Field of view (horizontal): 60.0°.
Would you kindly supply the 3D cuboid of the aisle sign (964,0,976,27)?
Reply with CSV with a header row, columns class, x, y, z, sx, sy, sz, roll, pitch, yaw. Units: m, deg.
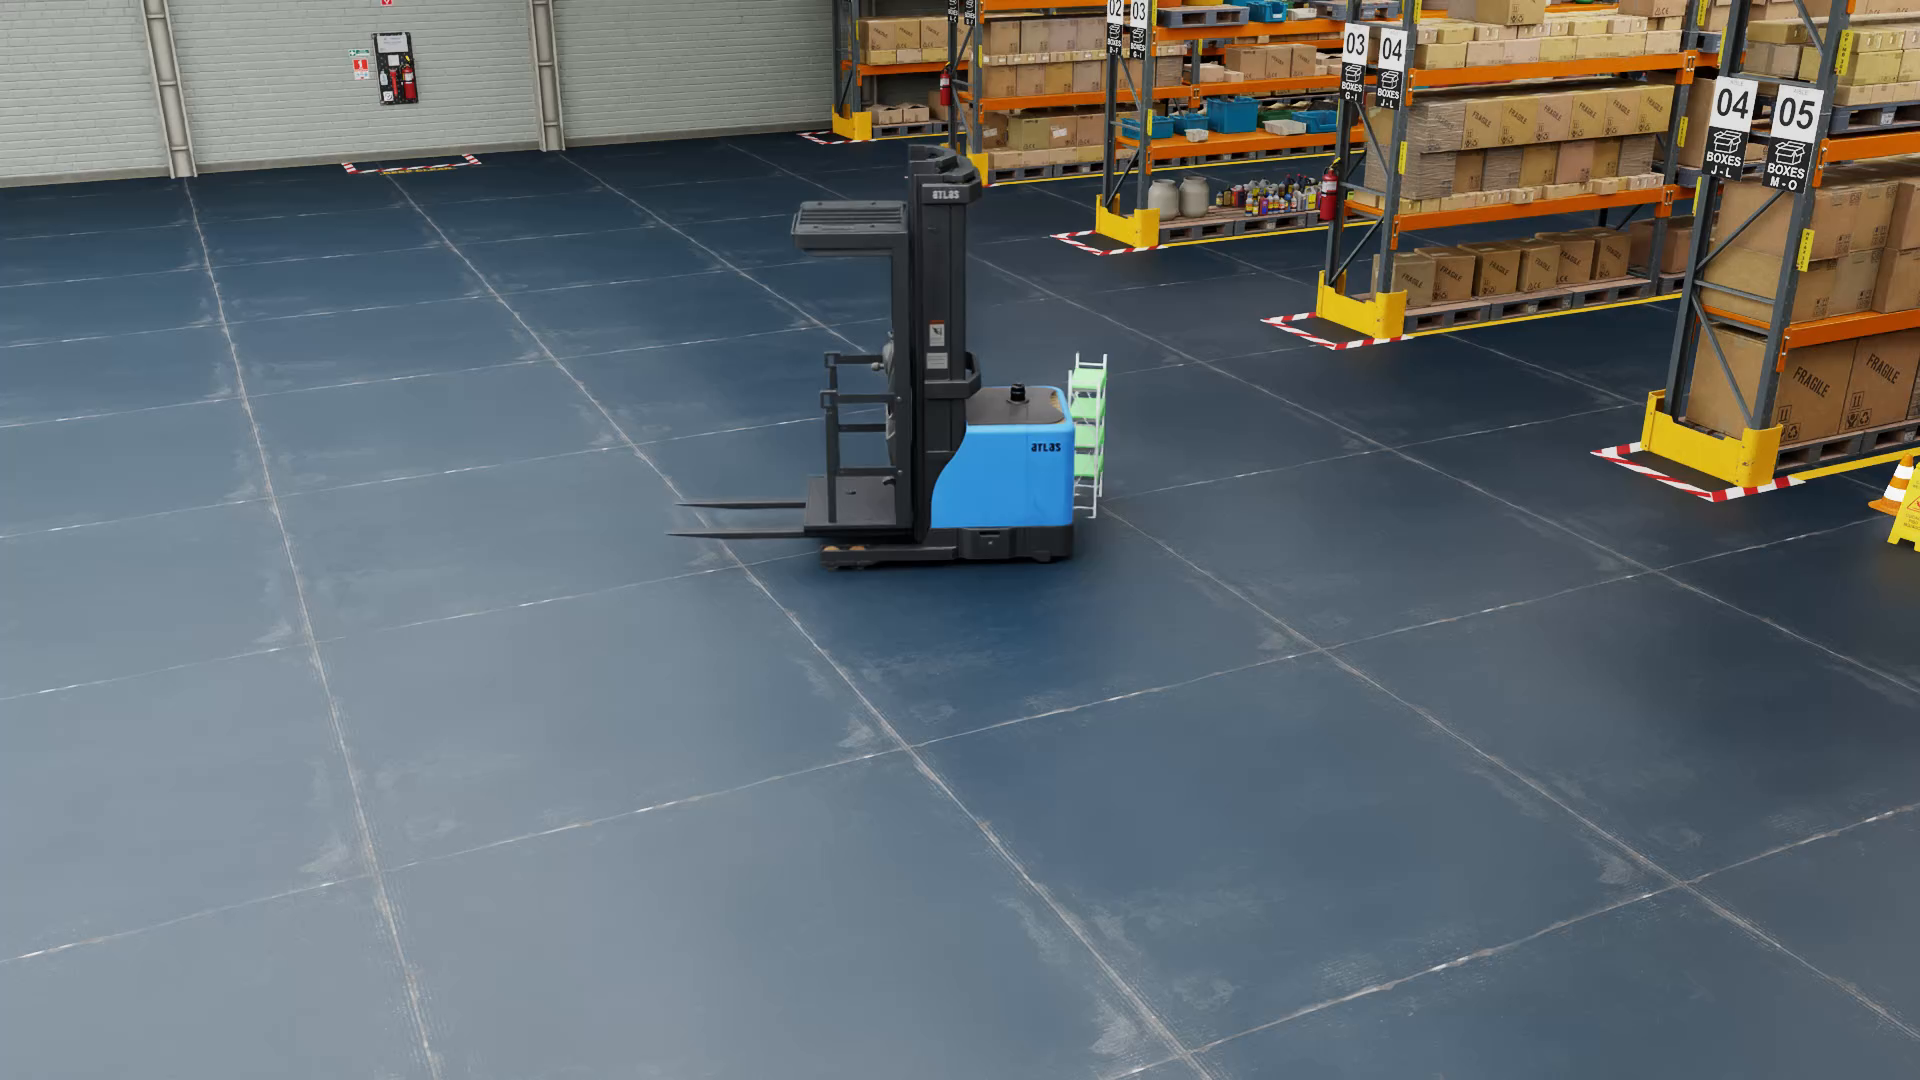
class,x,y,z,sx,sy,sz,roll,pitch,yaw
aisle sign,0.152,-8.267,25.402,0.004,0.787,0.394,-10,25,-24

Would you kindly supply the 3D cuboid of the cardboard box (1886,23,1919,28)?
class,x,y,z,sx,sy,sz,roll,pitch,yaw
cardboard box,7.555,-3.992,13.155,0.250,0.149,0.380,-10,25,-23

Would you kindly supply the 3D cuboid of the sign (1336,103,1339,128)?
class,x,y,z,sx,sy,sz,roll,pitch,yaw
sign,4.148,-4.644,18.119,0.005,0.325,0.100,-10,25,-24

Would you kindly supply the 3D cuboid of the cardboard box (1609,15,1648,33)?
class,x,y,z,sx,sy,sz,roll,pitch,yaw
cardboard box,7.339,-5.695,18.338,0.250,0.149,0.380,-12,25,-26

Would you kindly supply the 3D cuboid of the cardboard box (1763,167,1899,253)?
class,x,y,z,sx,sy,sz,roll,pitch,yaw
cardboard box,7.238,-2.781,13.940,0.550,0.550,0.875,-10,25,-24

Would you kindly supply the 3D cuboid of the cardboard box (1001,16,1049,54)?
class,x,y,z,sx,sy,sz,roll,pitch,yaw
cardboard box,1.023,-7.999,26.326,0.500,0.500,0.700,-11,25,-25

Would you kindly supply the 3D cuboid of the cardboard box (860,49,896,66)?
class,x,y,z,sx,sy,sz,roll,pitch,yaw
cardboard box,-1.497,-8.801,30.259,0.500,0.250,0.500,-11,25,-25

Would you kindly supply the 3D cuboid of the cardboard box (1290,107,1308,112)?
class,x,y,z,sx,sy,sz,roll,pitch,yaw
cardboard box,6.000,-7.349,28.896,0.500,0.311,0.500,-11,25,-24

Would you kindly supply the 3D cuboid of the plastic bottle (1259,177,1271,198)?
class,x,y,z,sx,sy,sz,roll,pitch,yaw
plastic bottle,4.367,-5.025,23.856,0.185,0.351,0.144,-11,25,-24

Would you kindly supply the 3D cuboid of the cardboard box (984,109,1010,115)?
class,x,y,z,sx,sy,sz,roll,pitch,yaw
cardboard box,0.612,-8.415,31.850,0.500,0.500,0.500,-12,26,-28

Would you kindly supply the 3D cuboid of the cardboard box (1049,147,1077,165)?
class,x,y,z,sx,sy,sz,roll,pitch,yaw
cardboard box,1.557,-6.286,27.059,0.500,0.250,0.500,-10,25,-24

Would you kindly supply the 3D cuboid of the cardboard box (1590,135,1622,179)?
class,x,y,z,sx,sy,sz,roll,pitch,yaw
cardboard box,7.077,-4.491,19.158,0.500,0.500,0.875,-10,25,-24

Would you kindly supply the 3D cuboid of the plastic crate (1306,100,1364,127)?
class,x,y,z,sx,sy,sz,roll,pitch,yaw
plastic crate,5.300,-6.067,23.566,0.504,0.338,0.767,-10,25,-24

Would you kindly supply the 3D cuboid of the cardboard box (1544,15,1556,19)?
class,x,y,z,sx,sy,sz,roll,pitch,yaw
cardboard box,6.390,-5.756,18.485,0.250,0.149,0.380,-11,25,-25

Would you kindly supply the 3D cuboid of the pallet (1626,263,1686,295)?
class,x,y,z,sx,sy,sz,roll,pitch,yaw
pallet,8.676,-3.273,20.381,1.213,0.211,1.003,-10,25,-24

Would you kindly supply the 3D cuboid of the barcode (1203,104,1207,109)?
class,x,y,z,sx,sy,sz,roll,pitch,yaw
barcode,4.093,-7.237,27.749,0.075,0.075,0.001,-10,25,-24

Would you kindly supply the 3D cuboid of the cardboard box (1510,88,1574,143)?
class,x,y,z,sx,sy,sz,roll,pitch,yaw
cardboard box,6.336,-4.660,18.259,0.500,0.500,0.500,-10,25,-24

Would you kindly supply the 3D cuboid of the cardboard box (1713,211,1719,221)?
class,x,y,z,sx,sy,sz,roll,pitch,yaw
cardboard box,9.480,-3.740,20.556,0.500,0.500,0.700,-13,26,-28

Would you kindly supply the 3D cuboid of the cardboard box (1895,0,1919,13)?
class,x,y,z,sx,sy,sz,roll,pitch,yaw
cardboard box,11.258,-6.593,20.049,0.500,0.500,0.500,-10,24,-22

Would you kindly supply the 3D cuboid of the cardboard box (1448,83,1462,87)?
class,x,y,z,sx,sy,sz,roll,pitch,yaw
cardboard box,8.996,-8.322,30.646,0.500,0.250,0.500,-11,25,-25

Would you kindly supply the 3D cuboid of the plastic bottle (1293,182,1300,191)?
class,x,y,z,sx,sy,sz,roll,pitch,yaw
plastic bottle,4.841,-5.025,23.959,0.097,0.271,0.097,0,22,0

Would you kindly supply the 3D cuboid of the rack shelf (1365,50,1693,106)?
class,x,y,z,sx,sy,sz,roll,pitch,yaw
rack shelf,6.173,-5.153,18.296,4.000,0.370,1.077,-10,25,-24

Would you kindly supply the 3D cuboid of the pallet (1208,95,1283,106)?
class,x,y,z,sx,sy,sz,roll,pitch,yaw
pallet,5.878,-9.033,34.295,1.213,0.211,1.003,-10,25,-24

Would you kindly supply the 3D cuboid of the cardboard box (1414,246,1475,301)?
class,x,y,z,sx,sy,sz,roll,pitch,yaw
cardboard box,5.465,-3.016,18.833,0.500,0.500,0.500,-4,23,-10

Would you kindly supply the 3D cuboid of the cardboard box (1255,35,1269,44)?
class,x,y,z,sx,sy,sz,roll,pitch,yaw
cardboard box,6.039,-10.138,33.622,0.250,0.149,0.380,-10,24,-22

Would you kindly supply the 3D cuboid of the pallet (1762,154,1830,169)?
class,x,y,z,sx,sy,sz,roll,pitch,yaw
pallet,9.813,-4.664,20.346,1.213,0.211,1.003,-10,25,-24

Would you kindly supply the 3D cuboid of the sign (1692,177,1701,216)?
class,x,y,z,sx,sy,sz,roll,pitch,yaw
sign,6.208,-2.876,13.952,0.005,0.325,0.100,-10,25,-24

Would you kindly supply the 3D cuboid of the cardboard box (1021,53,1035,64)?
class,x,y,z,sx,sy,sz,roll,pitch,yaw
cardboard box,0.987,-7.605,26.222,0.250,0.149,0.380,-10,25,-23

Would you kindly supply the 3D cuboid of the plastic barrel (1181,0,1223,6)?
class,x,y,z,sx,sy,sz,roll,pitch,yaw
plastic barrel,3.195,-7.375,21.927,0.600,0.588,0.600,0,22,0

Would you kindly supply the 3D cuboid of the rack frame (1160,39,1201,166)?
class,x,y,z,sx,sy,sz,roll,pitch,yaw
rack frame,3.682,-7.846,27.783,0.127,3.000,1.000,-10,25,-24

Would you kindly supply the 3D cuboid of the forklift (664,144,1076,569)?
class,x,y,z,sx,sy,sz,roll,pitch,yaw
forklift,-0.684,-1.345,12.167,3.031,2.935,1.130,-1,23,-2

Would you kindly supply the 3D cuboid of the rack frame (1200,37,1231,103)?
class,x,y,z,sx,sy,sz,roll,pitch,yaw
rack frame,5.135,-10.216,33.509,0.127,3.000,1.000,-10,25,-24

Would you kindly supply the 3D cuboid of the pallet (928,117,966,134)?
class,x,y,z,sx,sy,sz,roll,pitch,yaw
pallet,-0.160,-7.937,31.648,1.213,0.211,1.003,-10,25,-24

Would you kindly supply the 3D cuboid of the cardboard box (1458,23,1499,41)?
class,x,y,z,sx,sy,sz,roll,pitch,yaw
cardboard box,5.445,-5.350,17.505,0.250,0.149,0.380,-9,24,-21

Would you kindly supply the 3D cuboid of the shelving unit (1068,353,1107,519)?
class,x,y,z,sx,sy,sz,roll,pitch,yaw
shelving unit,0.998,-0.826,13.178,0.258,1.200,0.503,4,23,9

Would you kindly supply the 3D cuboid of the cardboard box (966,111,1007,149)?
class,x,y,z,sx,sy,sz,roll,pitch,yaw
cardboard box,0.432,-6.644,26.945,0.500,0.500,0.500,-10,25,-24

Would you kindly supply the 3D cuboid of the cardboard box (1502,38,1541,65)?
class,x,y,z,sx,sy,sz,roll,pitch,yaw
cardboard box,5.827,-5.244,17.771,0.500,0.250,0.500,-11,25,-24

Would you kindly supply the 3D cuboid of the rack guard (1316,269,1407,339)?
class,x,y,z,sx,sy,sz,roll,pitch,yaw
rack guard,4.439,-2.626,18.440,0.348,0.500,1.175,-10,25,-24

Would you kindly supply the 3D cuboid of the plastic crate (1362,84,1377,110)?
class,x,y,z,sx,sy,sz,roll,pitch,yaw
plastic crate,6.131,-6.354,24.094,0.583,0.464,0.402,-10,25,-24

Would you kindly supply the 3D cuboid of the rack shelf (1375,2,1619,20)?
class,x,y,z,sx,sy,sz,roll,pitch,yaw
rack shelf,7.629,-7.524,24.023,4.000,0.370,1.077,-10,25,-24

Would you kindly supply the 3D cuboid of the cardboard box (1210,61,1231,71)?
class,x,y,z,sx,sy,sz,roll,pitch,yaw
cardboard box,4.395,-7.993,28.314,0.258,0.266,0.396,-11,25,-25

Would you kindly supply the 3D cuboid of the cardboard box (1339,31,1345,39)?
class,x,y,z,sx,sy,sz,roll,pitch,yaw
cardboard box,7.874,-10.478,34.443,0.250,0.149,0.380,-10,25,-24

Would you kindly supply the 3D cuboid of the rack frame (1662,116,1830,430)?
class,x,y,z,sx,sy,sz,roll,pitch,yaw
rack frame,6.431,-2.042,13.761,0.127,3.000,1.000,-10,25,-24

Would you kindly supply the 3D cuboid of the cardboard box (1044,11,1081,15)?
class,x,y,z,sx,sy,sz,roll,pitch,yaw
cardboard box,2.004,-9.875,31.978,0.500,0.500,0.700,-10,25,-23

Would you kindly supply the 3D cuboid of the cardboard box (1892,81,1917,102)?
class,x,y,z,sx,sy,sz,roll,pitch,yaw
cardboard box,7.334,-3.582,13.209,0.250,0.149,0.380,-10,25,-23

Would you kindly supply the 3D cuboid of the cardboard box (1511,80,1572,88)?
class,x,y,z,sx,sy,sz,roll,pitch,yaw
cardboard box,6.559,-4.924,18.897,0.500,0.500,0.500,-10,25,-24

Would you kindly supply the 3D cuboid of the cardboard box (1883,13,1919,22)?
class,x,y,z,sx,sy,sz,roll,pitch,yaw
cardboard box,7.962,-4.346,14.012,0.250,0.149,0.380,-10,25,-23

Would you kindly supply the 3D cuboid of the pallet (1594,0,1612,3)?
class,x,y,z,sx,sy,sz,roll,pitch,yaw
pallet,10.163,-8.194,24.948,1.213,0.211,1.003,-10,25,-24

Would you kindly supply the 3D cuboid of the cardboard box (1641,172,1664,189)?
class,x,y,z,sx,sy,sz,roll,pitch,yaw
cardboard box,7.909,-4.179,19.251,0.250,0.149,0.380,-10,25,-24

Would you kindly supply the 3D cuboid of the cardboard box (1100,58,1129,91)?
class,x,y,z,sx,sy,sz,roll,pitch,yaw
cardboard box,2.359,-7.645,27.166,0.500,0.500,0.700,-10,25,-23

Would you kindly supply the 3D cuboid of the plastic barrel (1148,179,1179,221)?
class,x,y,z,sx,sy,sz,roll,pitch,yaw
plastic barrel,2.783,-4.655,22.778,0.421,0.512,0.421,0,22,0

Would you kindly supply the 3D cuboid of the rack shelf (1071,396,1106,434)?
class,x,y,z,sx,sy,sz,roll,pitch,yaw
rack shelf,0.998,-0.989,13.110,0.258,0.148,0.480,4,23,9

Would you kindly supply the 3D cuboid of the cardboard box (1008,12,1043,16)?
class,x,y,z,sx,sy,sz,roll,pitch,yaw
cardboard box,1.238,-9.654,31.340,0.500,0.500,0.500,-10,25,-24

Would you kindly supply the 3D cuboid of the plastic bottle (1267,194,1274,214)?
class,x,y,z,sx,sy,sz,roll,pitch,yaw
plastic bottle,4.300,-4.668,23.097,0.097,0.271,0.097,0,22,0

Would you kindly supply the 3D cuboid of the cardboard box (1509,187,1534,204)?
class,x,y,z,sx,sy,sz,roll,pitch,yaw
cardboard box,6.125,-3.833,18.415,0.250,0.149,0.380,-10,25,-24

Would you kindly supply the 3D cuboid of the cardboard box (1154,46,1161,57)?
class,x,y,z,sx,sy,sz,roll,pitch,yaw
cardboard box,3.071,-7.989,27.148,0.250,0.149,0.380,-11,25,-25
